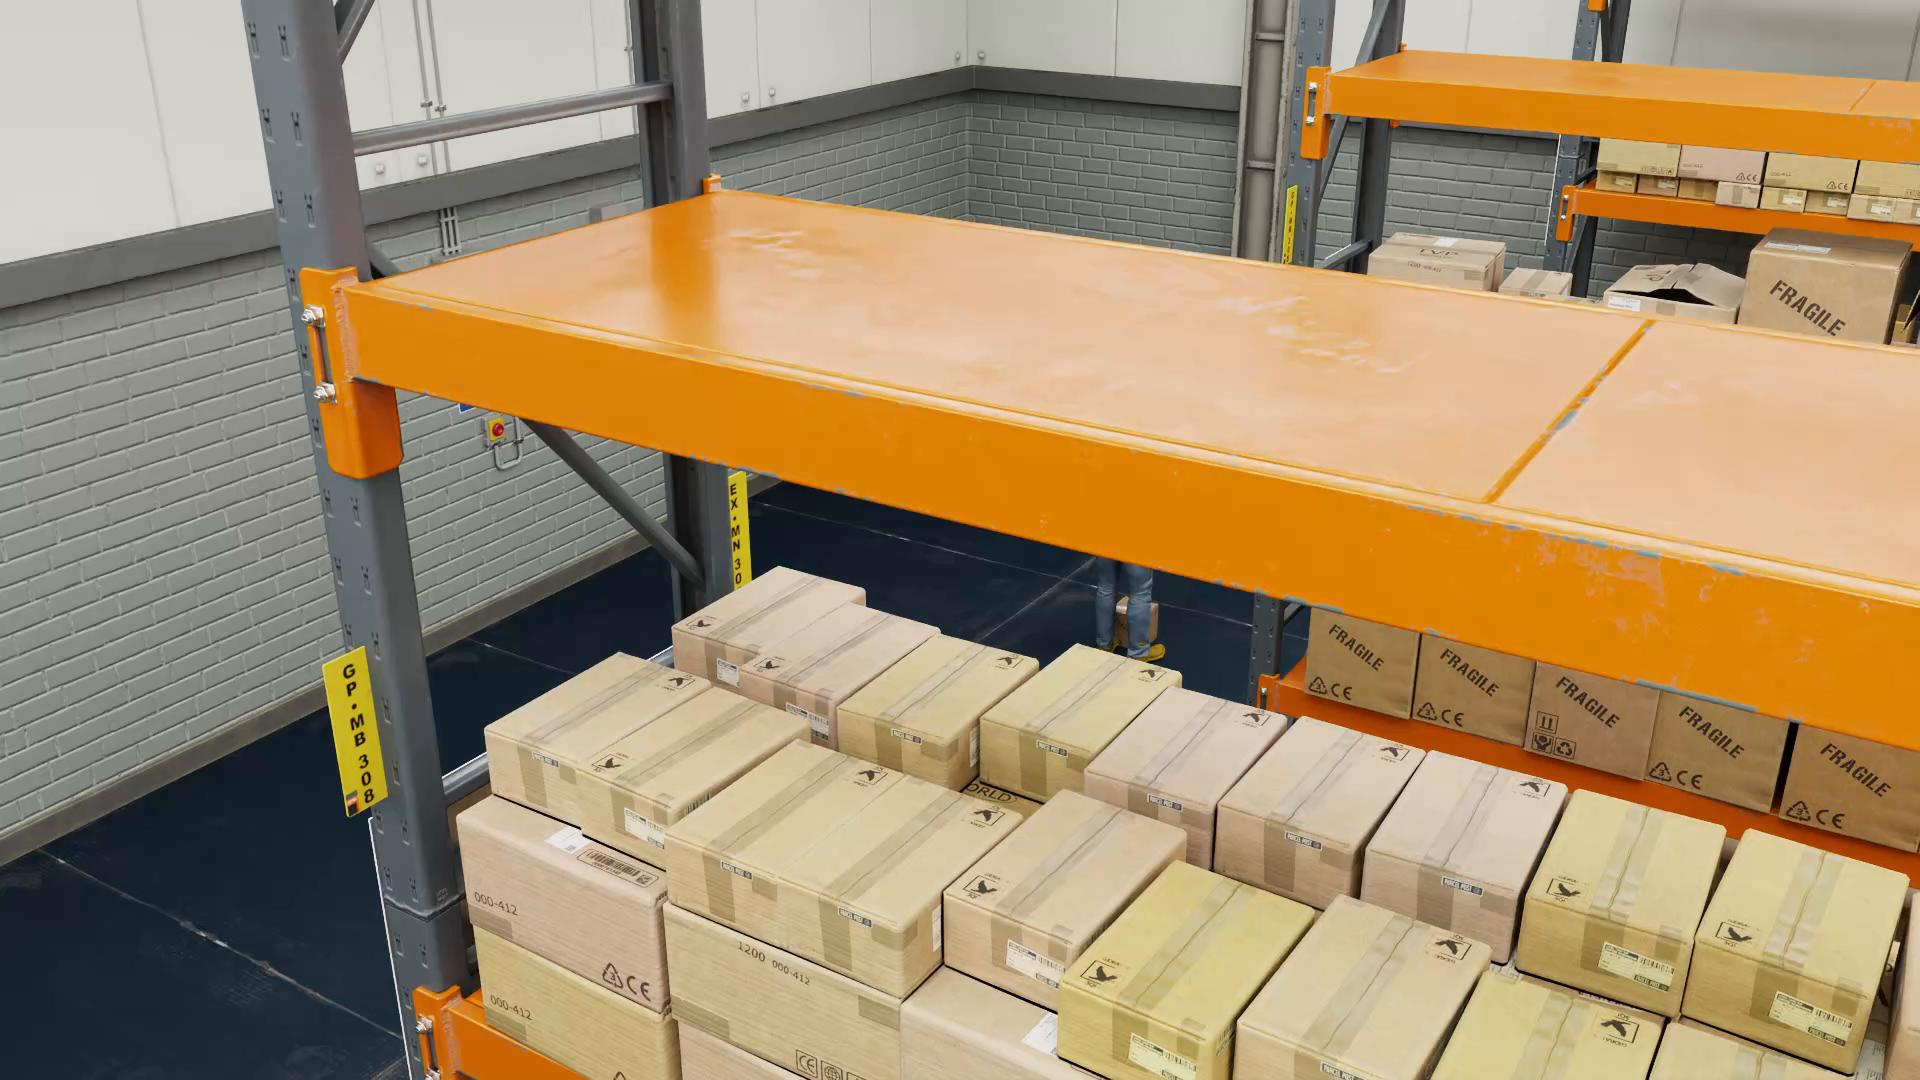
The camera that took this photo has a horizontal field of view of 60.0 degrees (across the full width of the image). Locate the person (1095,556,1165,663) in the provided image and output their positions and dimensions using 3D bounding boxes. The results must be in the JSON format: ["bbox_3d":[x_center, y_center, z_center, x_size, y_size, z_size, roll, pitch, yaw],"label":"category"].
[{"bbox_3d":[1.054,-0.056,10.683,0.628,1.761,0.461,13,26,29],"label":"person"}]
